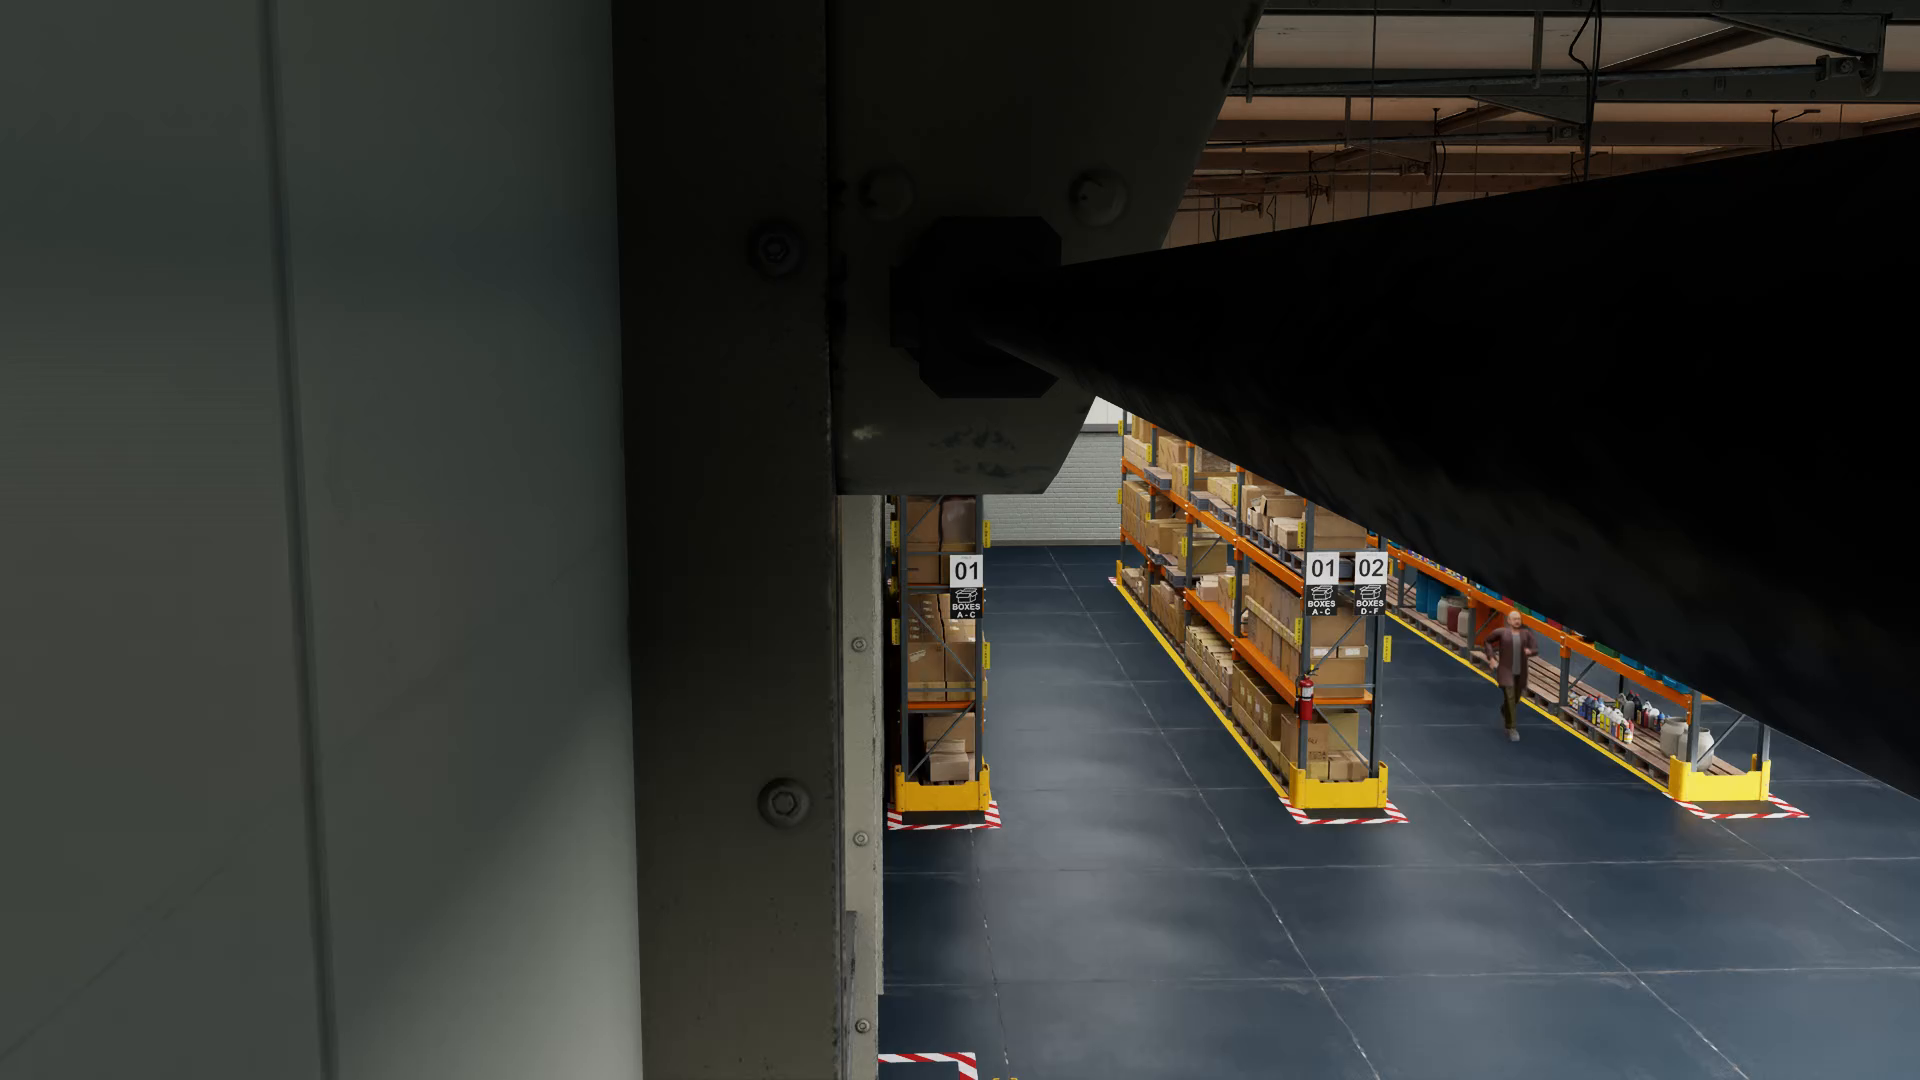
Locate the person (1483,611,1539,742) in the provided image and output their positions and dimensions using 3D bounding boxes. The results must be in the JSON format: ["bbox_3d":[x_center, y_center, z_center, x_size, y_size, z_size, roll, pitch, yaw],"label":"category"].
[{"bbox_3d":[7.951,1.907,23.942,0.691,1.793,1.024,-1,8,-4],"label":"person"}]
